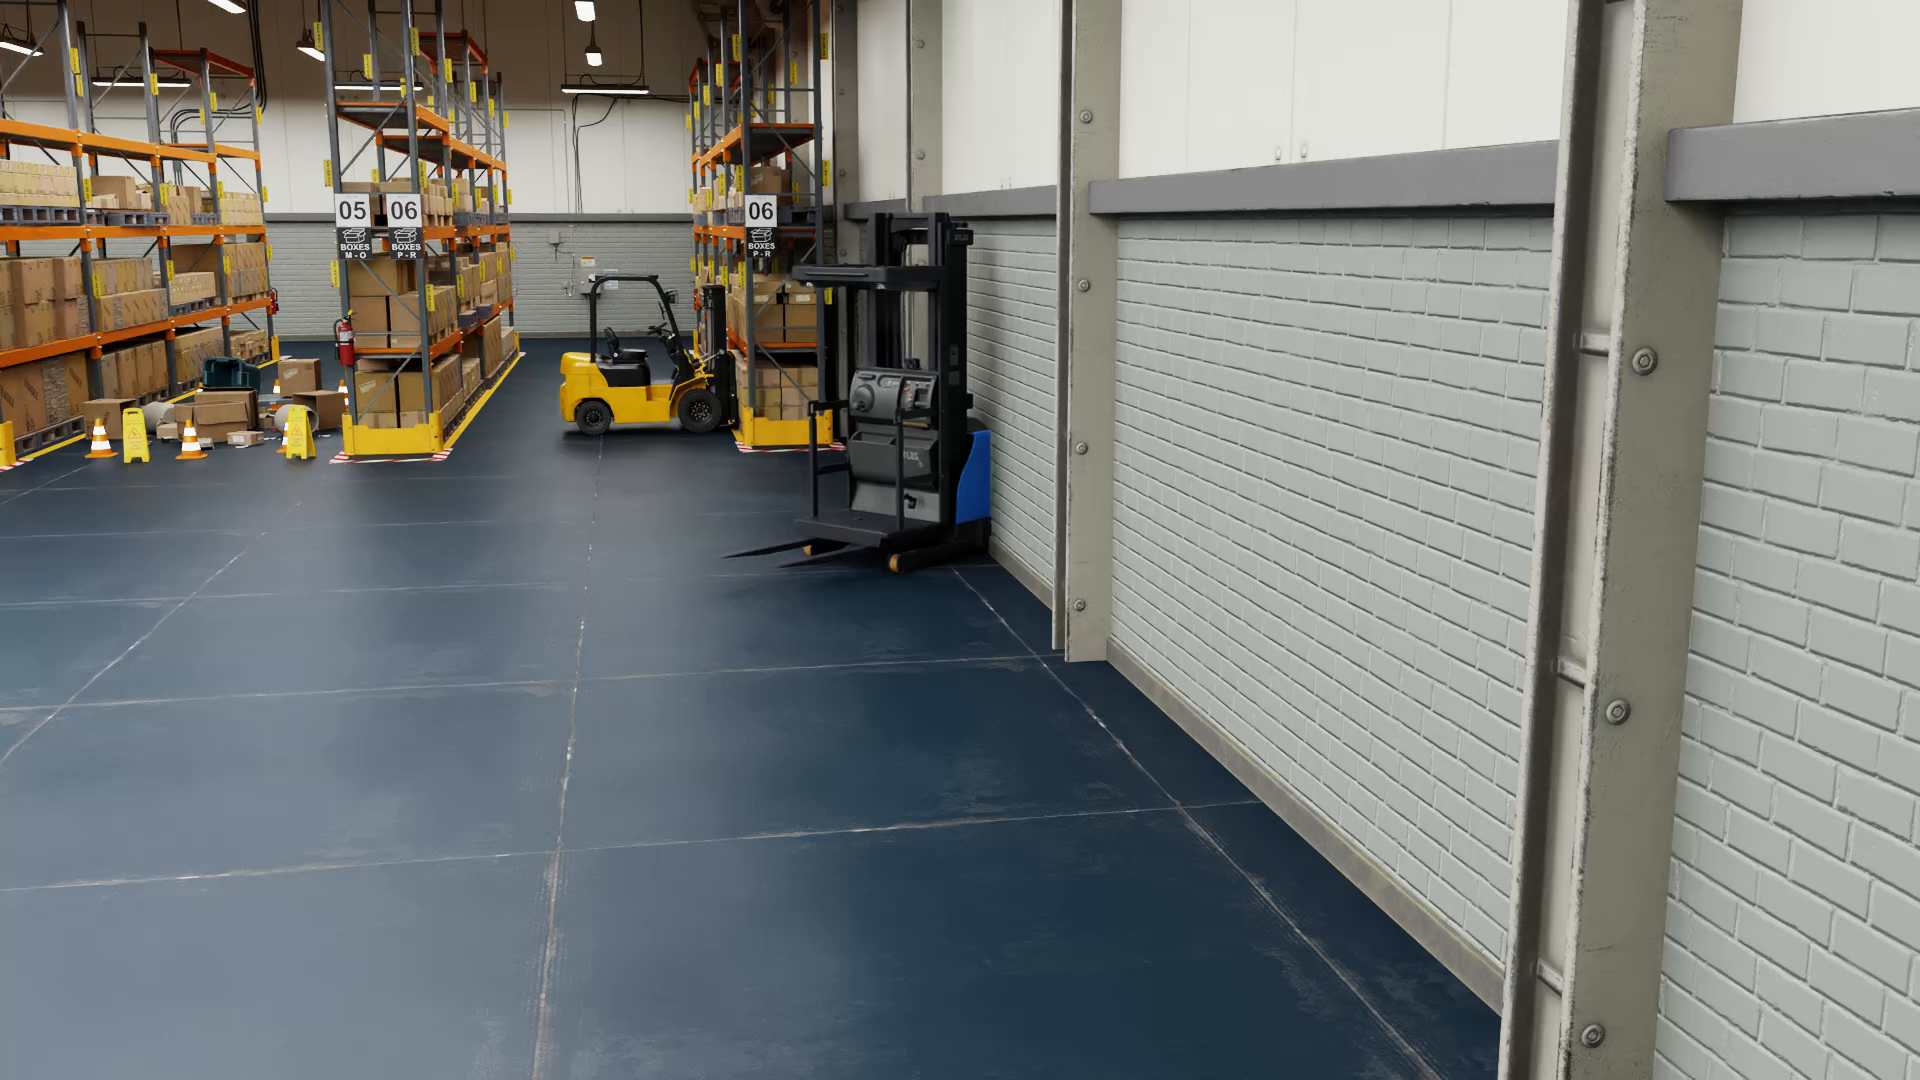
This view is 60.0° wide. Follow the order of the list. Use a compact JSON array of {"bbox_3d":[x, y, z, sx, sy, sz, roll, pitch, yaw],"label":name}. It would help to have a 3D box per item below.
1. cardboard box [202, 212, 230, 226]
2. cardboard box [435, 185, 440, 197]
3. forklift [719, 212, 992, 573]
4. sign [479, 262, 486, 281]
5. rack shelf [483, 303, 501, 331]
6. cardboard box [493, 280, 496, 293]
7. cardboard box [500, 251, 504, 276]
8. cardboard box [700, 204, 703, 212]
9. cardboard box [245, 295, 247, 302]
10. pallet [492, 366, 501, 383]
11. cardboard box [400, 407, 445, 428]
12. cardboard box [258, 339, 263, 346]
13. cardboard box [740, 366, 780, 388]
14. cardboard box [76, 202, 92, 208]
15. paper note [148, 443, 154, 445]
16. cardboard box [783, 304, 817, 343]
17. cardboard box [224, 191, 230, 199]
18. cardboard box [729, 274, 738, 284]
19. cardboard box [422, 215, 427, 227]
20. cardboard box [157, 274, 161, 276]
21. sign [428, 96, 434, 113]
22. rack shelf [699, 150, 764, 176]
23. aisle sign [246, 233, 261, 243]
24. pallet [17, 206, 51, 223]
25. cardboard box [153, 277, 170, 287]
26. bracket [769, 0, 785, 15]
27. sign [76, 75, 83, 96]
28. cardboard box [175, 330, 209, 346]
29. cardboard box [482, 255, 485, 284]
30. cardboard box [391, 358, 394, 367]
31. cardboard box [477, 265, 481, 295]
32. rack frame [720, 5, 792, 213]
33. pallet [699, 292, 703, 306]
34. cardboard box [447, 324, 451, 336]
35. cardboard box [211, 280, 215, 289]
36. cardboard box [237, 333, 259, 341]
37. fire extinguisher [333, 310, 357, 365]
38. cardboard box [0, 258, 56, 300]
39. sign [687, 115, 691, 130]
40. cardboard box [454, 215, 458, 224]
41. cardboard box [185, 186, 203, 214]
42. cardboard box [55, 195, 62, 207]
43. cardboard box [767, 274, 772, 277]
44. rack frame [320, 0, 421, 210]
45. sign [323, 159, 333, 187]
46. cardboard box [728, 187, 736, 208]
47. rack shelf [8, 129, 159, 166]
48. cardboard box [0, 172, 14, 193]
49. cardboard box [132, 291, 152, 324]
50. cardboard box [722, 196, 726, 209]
[{"bbox_3d":[-14.135,-6.066,31.424,0.500,0.250,0.500,-2,11,-8],"label":"cardboard box"},{"bbox_3d":[-7.241,-4.714,22.457,0.380,0.149,0.250,-2,11,-10],"label":"cardboard box"},{"bbox_3d":[-0.706,-1.269,14.023,1.130,2.935,3.031,9,14,39],"label":"forklift"},{"bbox_3d":[-8.160,-4.588,28.395,0.100,0.325,0.005,-2,11,-11],"label":"sign"},{"bbox_3d":[-9.079,-4.050,30.377,1.077,0.370,4.000,-2,11,-11],"label":"rack shelf"},{"bbox_3d":[-9.039,-4.779,31.346,0.500,0.250,0.500,-2,11,-10],"label":"cardboard box"},{"bbox_3d":[-9.504,-5.594,33.623,0.500,0.500,0.500,-2,11,-10],"label":"cardboard box"},{"bbox_3d":[-4.690,-6.254,31.289,0.380,0.149,0.250,-2,11,-10],"label":"cardboard box"},{"bbox_3d":[-14.509,-4.845,33.301,0.380,0.149,0.250,-2,11,-10],"label":"cardboard box"},{"bbox_3d":[-9.003,-3.037,30.591,1.003,0.211,1.213,-2,11,-11],"label":"pallet"},{"bbox_3d":[-7.020,-1.583,21.722,0.500,0.250,0.500,-2,11,-11],"label":"cardboard box"},{"bbox_3d":[-14.596,-4.076,34.293,0.380,0.149,0.250,-3,11,-13],"label":"cardboard box"},{"bbox_3d":[-2.661,-2.170,22.134,0.500,0.250,0.500,-2,11,-9],"label":"cardboard box"},{"bbox_3d":[-12.620,-4.887,23.798,0.258,0.266,0.396,-2,11,-12],"label":"cardboard box"},{"bbox_3d":[-10.601,-1.253,21.704,0.144,0.017,0.142,2,11,9],"label":"paper note"},{"bbox_3d":[-2.090,-2.901,22.147,0.500,0.500,0.500,-2,11,-9],"label":"cardboard box"},{"bbox_3d":[-14.253,-6.620,31.929,0.380,0.149,0.250,-2,11,-13],"label":"cardboard box"},{"bbox_3d":[-3.273,-3.929,25.019,0.380,0.149,0.250,-2,11,-10],"label":"cardboard box"},{"bbox_3d":[-6.880,-3.992,20.798,0.380,0.149,0.250,-2,11,-11],"label":"cardboard box"},{"bbox_3d":[-14.474,-4.667,29.652,0.380,0.149,0.250,-2,11,-11],"label":"cardboard box"},{"bbox_3d":[-10.017,-8.238,31.492,0.100,0.325,0.005,-2,11,-11],"label":"sign"},{"bbox_3d":[-4.211,-6.982,30.806,1.077,0.370,4.000,-2,11,-11],"label":"rack shelf"},{"bbox_3d":[-14.802,-6.607,34.933,0.394,0.787,0.004,-2,11,-11],"label":"aisle sign"},{"bbox_3d":[-12.365,-4.161,21.249,1.003,0.211,1.213,-2,11,-11],"label":"pallet"},{"bbox_3d":[-13.427,-4.306,27.755,0.380,0.149,0.250,-2,11,-11],"label":"cardboard box"},{"bbox_3d":[-2.952,-8.638,26.885,0.235,0.232,0.430,-2,11,-11],"label":"bracket"},{"bbox_3d":[-14.056,-7.261,26.571,0.100,0.325,0.005,-2,11,-11],"label":"sign"},{"bbox_3d":[-13.707,-3.600,29.644,0.500,0.250,0.500,-3,11,-14],"label":"cardboard box"},{"bbox_3d":[-8.652,-4.767,29.278,0.500,0.500,0.500,-2,11,-11],"label":"cardboard box"},{"bbox_3d":[-7.729,-2.361,22.067,0.380,0.149,0.250,-2,11,-10],"label":"cardboard box"},{"bbox_3d":[-8.329,-4.365,27.921,0.500,0.500,0.500,-2,11,-13],"label":"cardboard box"},{"bbox_3d":[-3.044,-6.431,24.919,1.000,3.000,0.127,-2,11,-11],"label":"rack frame"},{"bbox_3d":[-4.552,-4.707,32.416,1.003,0.211,1.213,-2,11,-11],"label":"pallet"},{"bbox_3d":[-7.350,-2.946,23.322,0.380,0.149,0.250,-2,11,-12],"label":"cardboard box"},{"bbox_3d":[-14.033,-4.735,30.805,0.380,0.149,0.250,-2,11,-9],"label":"cardboard box"},{"bbox_3d":[-14.468,-4.127,33.770,0.380,0.149,0.250,-2,11,-9],"label":"cardboard box"},{"bbox_3d":[-7.564,-2.494,20.483,0.296,0.674,0.183,-2,11,-11],"label":"fire extinguisher"},{"bbox_3d":[-12.519,-3.439,21.954,0.875,0.550,0.550,-2,11,-11],"label":"cardboard box"},{"bbox_3d":[-5.910,-9.110,36.284,0.100,0.325,0.005,-2,11,-11],"label":"sign"},{"bbox_3d":[-8.365,-5.282,26.628,0.797,0.503,0.637,-2,11,-11],"label":"cardboard box"},{"bbox_3d":[-14.338,-6.227,30.479,0.700,0.500,0.500,-2,11,-11],"label":"cardboard box"},{"bbox_3d":[-12.213,-4.514,22.152,0.380,0.149,0.250,-2,11,-11],"label":"cardboard box"},{"bbox_3d":[-2.677,-3.903,24.883,0.380,0.149,0.250,-2,11,-13],"label":"cardboard box"},{"bbox_3d":[-7.134,-5.517,20.113,1.000,3.000,0.127,-2,11,-11],"label":"rack frame"},{"bbox_3d":[-7.682,-4.461,20.224,0.100,0.325,0.005,-2,11,-11],"label":"sign"},{"bbox_3d":[-3.121,-5.008,24.311,0.500,0.311,0.500,-2,11,-10],"label":"cardboard box"},{"bbox_3d":[-13.137,-5.869,24.956,1.077,0.370,4.000,-2,11,-11],"label":"rack shelf"},{"bbox_3d":[-11.912,-4.363,20.291,0.500,0.250,0.500,-2,11,-12],"label":"cardboard box"},{"bbox_3d":[-12.982,-3.631,25.985,0.500,0.500,0.500,-2,11,-12],"label":"cardboard box"},{"bbox_3d":[-3.424,-5.293,25.810,0.500,0.311,0.500,-2,11,-13],"label":"cardboard box"}]
